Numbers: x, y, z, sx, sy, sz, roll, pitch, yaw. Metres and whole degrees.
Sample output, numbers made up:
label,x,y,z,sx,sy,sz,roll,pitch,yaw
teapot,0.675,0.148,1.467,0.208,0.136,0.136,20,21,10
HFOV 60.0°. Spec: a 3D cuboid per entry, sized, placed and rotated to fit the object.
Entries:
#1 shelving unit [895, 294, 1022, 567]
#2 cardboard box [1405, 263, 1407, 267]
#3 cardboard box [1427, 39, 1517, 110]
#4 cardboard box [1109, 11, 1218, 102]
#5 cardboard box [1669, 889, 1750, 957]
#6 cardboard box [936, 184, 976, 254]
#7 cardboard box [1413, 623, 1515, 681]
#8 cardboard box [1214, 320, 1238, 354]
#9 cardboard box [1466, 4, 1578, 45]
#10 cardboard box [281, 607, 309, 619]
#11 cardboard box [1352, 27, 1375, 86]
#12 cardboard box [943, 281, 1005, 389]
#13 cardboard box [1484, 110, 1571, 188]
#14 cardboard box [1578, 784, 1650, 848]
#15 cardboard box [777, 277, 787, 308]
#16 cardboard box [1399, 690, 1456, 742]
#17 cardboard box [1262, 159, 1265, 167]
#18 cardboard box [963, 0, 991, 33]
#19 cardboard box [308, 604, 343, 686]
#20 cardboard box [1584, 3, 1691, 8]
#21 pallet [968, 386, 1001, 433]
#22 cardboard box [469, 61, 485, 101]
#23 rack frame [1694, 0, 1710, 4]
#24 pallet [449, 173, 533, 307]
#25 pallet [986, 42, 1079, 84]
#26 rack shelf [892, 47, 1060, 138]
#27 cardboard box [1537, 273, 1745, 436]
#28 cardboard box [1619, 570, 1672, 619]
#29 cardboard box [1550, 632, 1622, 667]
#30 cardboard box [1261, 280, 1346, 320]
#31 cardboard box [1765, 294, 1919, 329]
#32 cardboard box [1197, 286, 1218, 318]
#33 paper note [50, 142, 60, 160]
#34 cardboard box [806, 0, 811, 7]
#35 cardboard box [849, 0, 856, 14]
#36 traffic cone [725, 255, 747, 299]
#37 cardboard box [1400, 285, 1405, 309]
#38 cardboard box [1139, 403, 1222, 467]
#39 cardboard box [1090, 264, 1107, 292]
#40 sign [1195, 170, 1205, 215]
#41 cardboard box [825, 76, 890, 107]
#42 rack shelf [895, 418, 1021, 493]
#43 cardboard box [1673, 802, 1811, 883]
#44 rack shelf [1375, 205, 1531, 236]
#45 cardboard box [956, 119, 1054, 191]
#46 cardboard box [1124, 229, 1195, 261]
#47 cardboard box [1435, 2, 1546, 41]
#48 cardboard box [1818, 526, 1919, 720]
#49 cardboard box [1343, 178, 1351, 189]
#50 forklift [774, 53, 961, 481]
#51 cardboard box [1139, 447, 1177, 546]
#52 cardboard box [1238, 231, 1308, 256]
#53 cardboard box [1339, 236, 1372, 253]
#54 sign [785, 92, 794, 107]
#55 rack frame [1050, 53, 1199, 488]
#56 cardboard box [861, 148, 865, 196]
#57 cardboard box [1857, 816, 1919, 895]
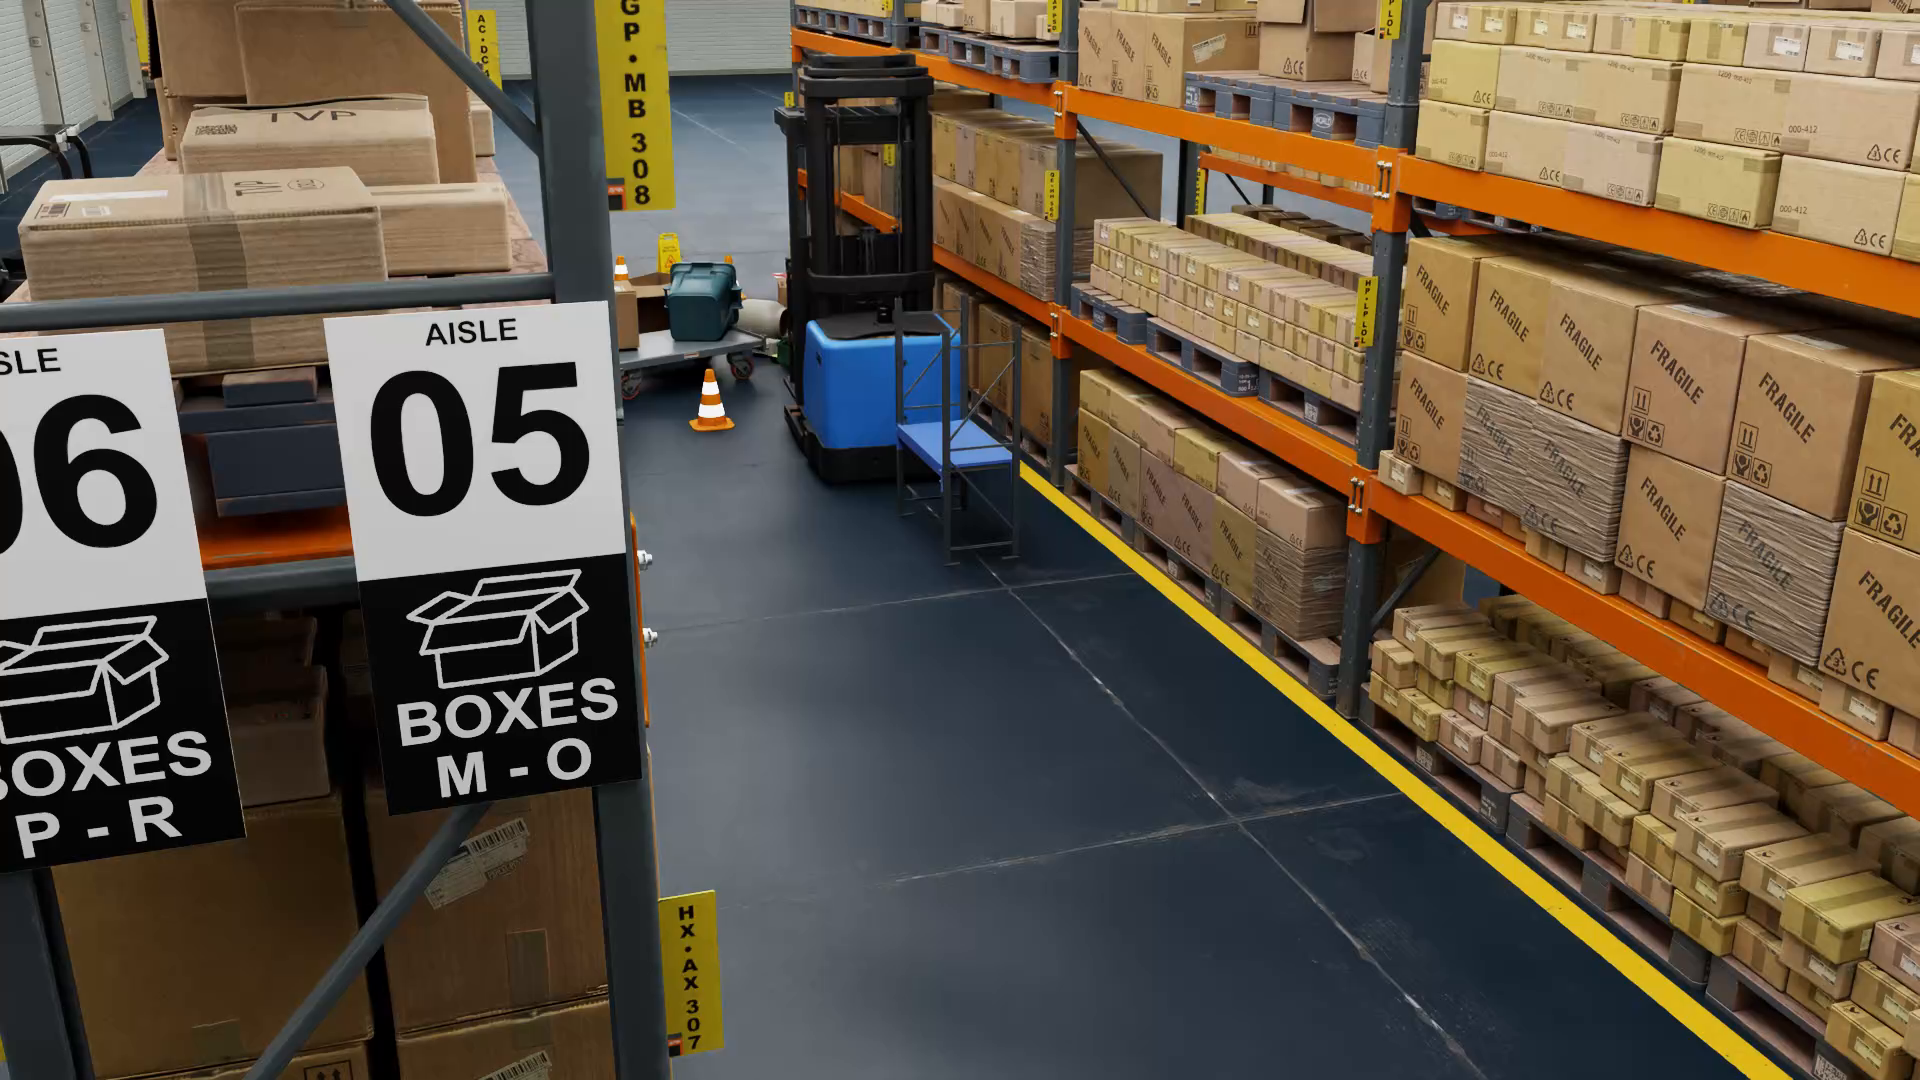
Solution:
label,x,y,z,sx,sy,sz,roll,pitch,yaw
shelving unit,-0.027,-0.733,10.739,0.538,1.500,1.048,-6,21,-17
cardboard box,4.805,-2.464,16.387,0.700,0.500,0.500,-8,21,-21
cardboard box,2.330,-1.968,7.002,0.500,0.250,0.500,-6,21,-15
cardboard box,1.240,-2.942,10.085,0.500,0.500,0.500,-6,21,-17
cardboard box,2.892,1.391,6.202,0.380,0.149,0.250,-7,21,-20
cardboard box,0.116,-2.665,13.752,0.500,0.500,0.500,-6,21,-17
cardboard box,2.348,0.520,7.747,0.380,0.149,0.250,-5,20,-15
cardboard box,1.681,-1.175,9.500,0.380,0.149,0.250,-5,20,-15
cardboard box,2.322,-2.125,6.851,0.380,0.149,0.250,-7,21,-20
cardboard box,-1.610,0.116,3.569,0.380,0.149,0.250,-6,21,-16
cardboard box,2.329,-2.443,8.355,0.500,0.311,0.500,-7,21,-18
cardboard box,0.472,-1.778,14.135,1.050,0.750,0.750,-6,21,-17
cardboard box,2.468,-1.576,6.651,0.500,0.250,0.500,-7,21,-18
cardboard box,2.711,1.076,6.638,0.380,0.149,0.250,-6,21,-17
cardboard box,-1.570,-2.352,16.722,0.500,0.500,0.500,-3,20,-8
cardboard box,2.299,0.809,7.822,0.380,0.149,0.250,-6,21,-16
cardboard box,3.638,-4.281,18.770,0.380,0.149,0.250,-6,21,-17
cardboard box,0.337,-4.086,12.501,0.500,0.500,0.500,-6,21,-17
cardboard box,-1.573,0.459,3.574,0.500,0.500,0.500,-6,21,-17
cardboard box,2.857,-2.180,7.003,0.380,0.149,0.250,-6,21,-16
pallet,0.593,-1.194,13.929,1.003,0.211,1.213,-6,21,-17
cardboard box,-1.756,-1.435,5.466,0.396,0.266,0.258,-6,21,-15
rack frame,5.890,-5.173,12.006,1.000,3.000,0.127,-6,21,-17
pallet,-1.634,-0.728,4.200,1.003,0.211,1.213,-6,21,-17
pallet,0.896,-3.379,11.727,1.213,0.211,1.003,-5,20,-15
rack shelf,0.521,-3.570,13.044,1.077,0.370,4.000,-6,21,-17
cardboard box,2.623,-0.728,6.440,0.500,0.500,0.500,-6,21,-16
cardboard box,2.773,0.171,6.374,0.380,0.149,0.250,-6,21,-15
cardboard box,2.968,0.536,7.702,0.380,0.149,0.250,-7,21,-18
cardboard box,1.848,-1.292,8.947,0.380,0.149,0.250,-6,21,-17
cardboard box,3.304,-0.611,6.113,0.500,0.500,0.500,-7,21,-19
cardboard box,1.605,-1.398,9.683,0.380,0.149,0.250,-6,21,-15
paper note,-2.217,-0.953,4.067,0.006,0.032,0.123,-6,21,-17
cardboard box,-1.403,-5.654,17.385,0.380,0.149,0.250,-6,21,-17
cardboard box,-0.845,-5.085,15.802,0.380,0.149,0.250,-6,21,-16
traffic cone,-2.546,-2.907,18.325,0.336,0.463,0.334,-6,21,-17
cardboard box,2.548,-1.277,8.905,0.380,0.149,0.250,-6,21,-17
cardboard box,1.439,-0.659,10.281,0.500,0.250,0.500,-6,21,-17
cardboard box,1.098,-1.769,11.155,0.380,0.149,0.250,-7,21,-18
sign,1.661,-2.423,11.630,0.100,0.325,0.005,-6,21,-17
cardboard box,-0.978,-4.517,17.235,0.875,0.550,0.550,-6,21,-17
rack shelf,-0.027,-0.564,10.800,0.538,0.185,1.000,-6,21,-17
cardboard box,2.872,1.107,6.113,0.380,0.149,0.250,-6,21,-15
rack shelf,5.261,-2.653,14.928,1.077,0.370,4.000,-6,21,-17
cardboard box,0.376,-3.170,13.678,0.700,0.500,0.500,-6,21,-17
cardboard box,1.270,-1.880,10.584,0.380,0.149,0.250,-7,21,-18
cardboard box,2.268,-2.216,7.104,0.380,0.149,0.250,-7,21,-18
cardboard box,3.121,0.243,5.215,0.500,0.500,0.500,-7,21,-18
cardboard box,4.195,-3.720,17.208,0.380,0.149,0.250,-6,21,-17
forklift,-0.804,-2.263,12.881,1.130,2.935,3.031,-5,20,-13
cardboard box,1.456,-0.297,10.382,0.500,0.500,0.500,-7,21,-19
cardboard box,1.985,-1.855,10.515,0.380,0.149,0.250,-6,21,-16
cardboard box,4.357,-2.970,17.824,0.500,0.500,0.500,0,20,0
sign,-1.894,-4.810,18.472,0.100,0.325,0.005,-6,21,-17
rack frame,1.149,-1.855,11.643,1.000,3.000,0.127,-6,21,-17
cardboard box,-0.488,-3.686,16.519,0.875,0.550,0.550,-6,21,-17
cardboard box,3.507,1.131,6.045,0.380,0.149,0.250,-7,21,-20
